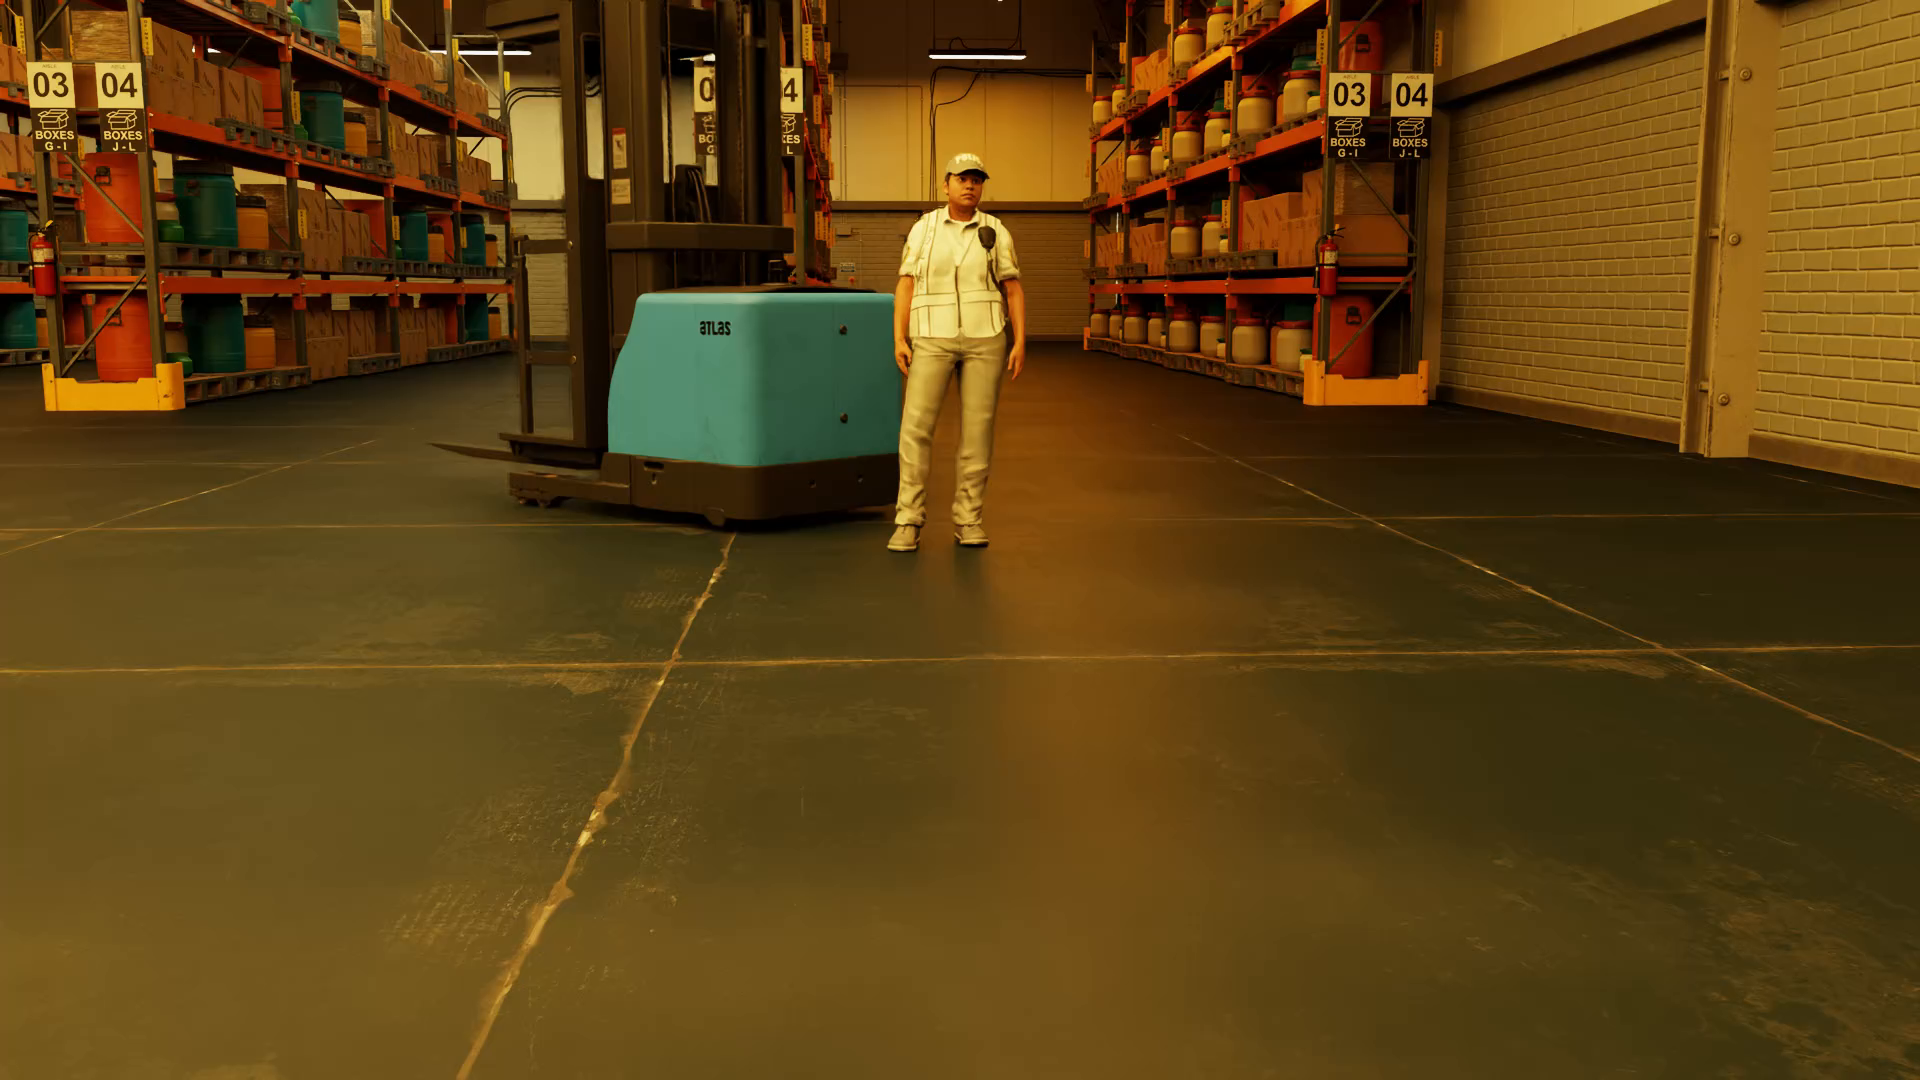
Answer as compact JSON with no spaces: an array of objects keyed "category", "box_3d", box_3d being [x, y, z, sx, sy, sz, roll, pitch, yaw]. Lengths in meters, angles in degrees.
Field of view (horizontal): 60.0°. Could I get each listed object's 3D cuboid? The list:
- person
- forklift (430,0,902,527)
[{"category":"person","box_3d":[-0.013,-0.806,7.086,0.599,1.670,0.516,0,8,-2]},{"category":"forklift","box_3d":[-1.690,-1.667,8.558,3.031,2.935,1.130,8,11,42]}]
